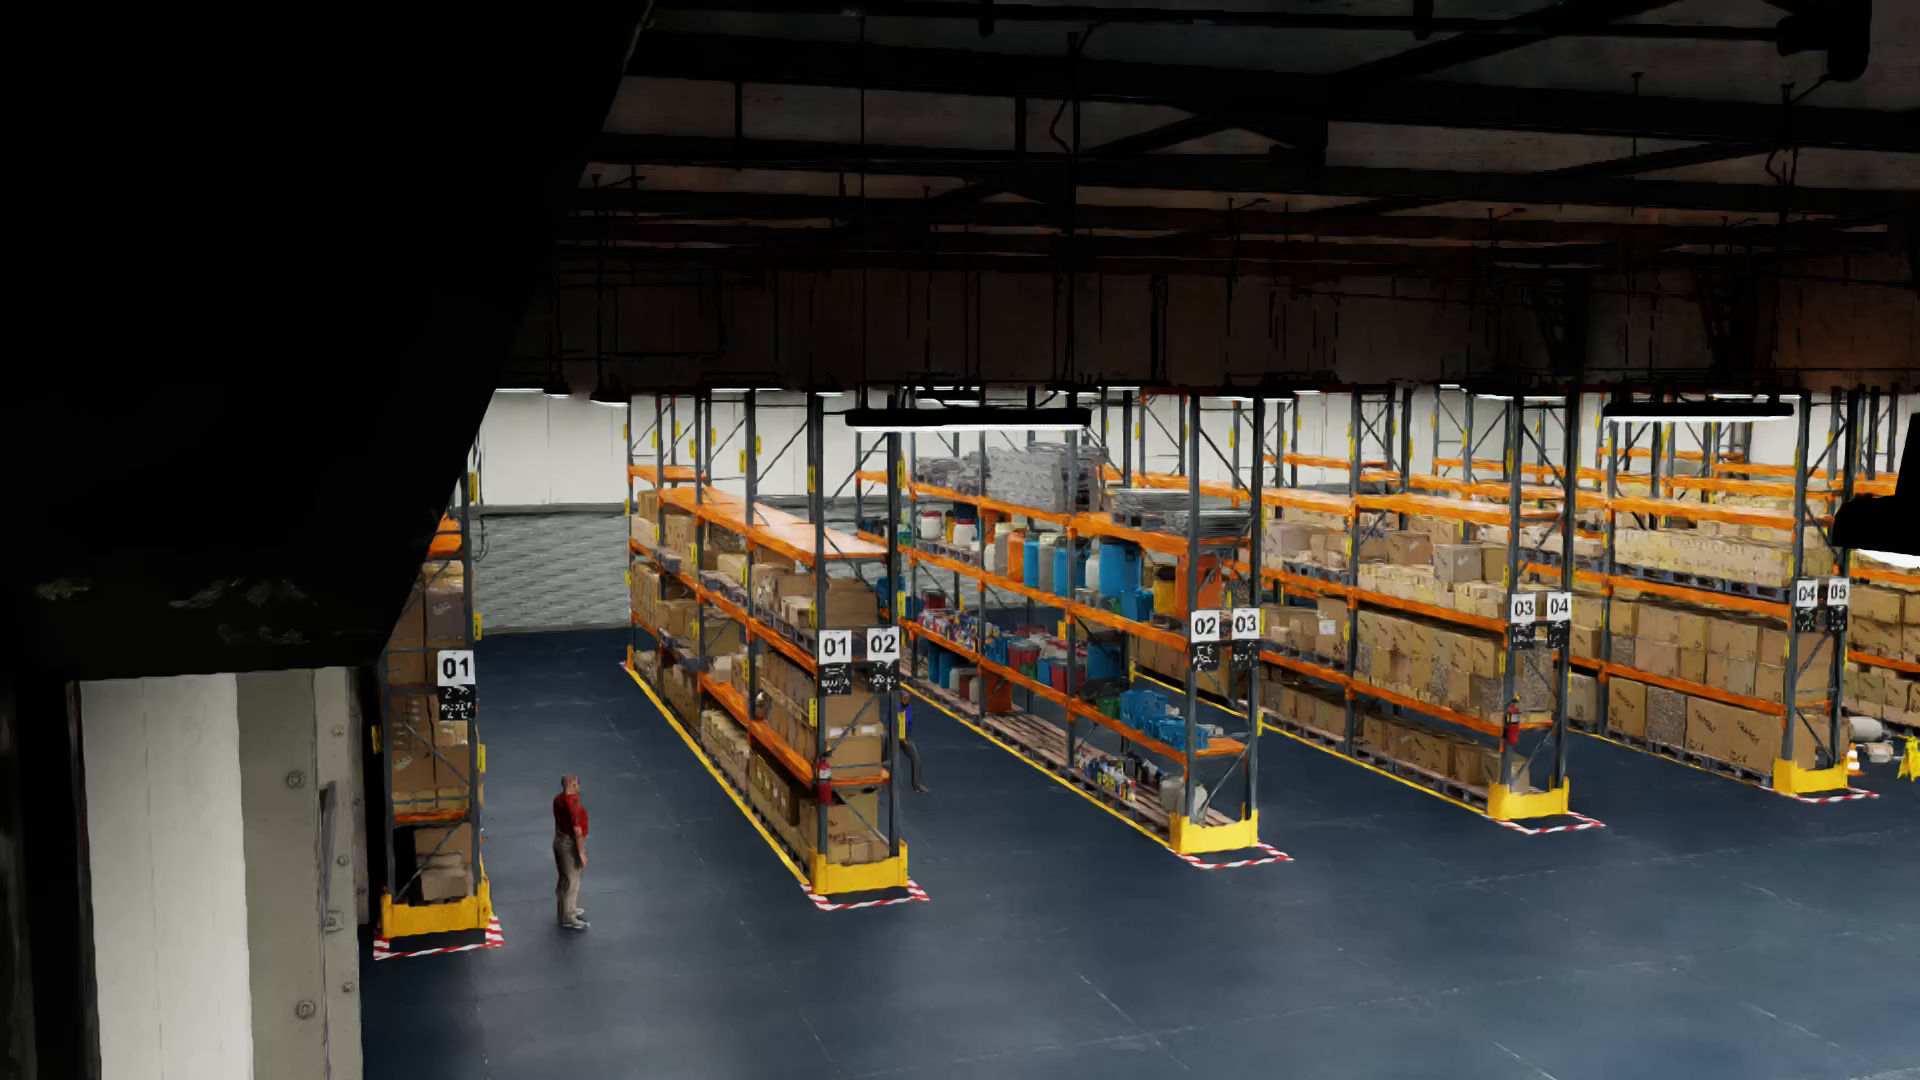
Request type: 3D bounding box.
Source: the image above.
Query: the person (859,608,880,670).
[{"bbox_3d":[-1.961,1.873,35.111,0.538,1.664,1.033,-1,6,-10],"label":"person"}]

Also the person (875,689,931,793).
[{"bbox_3d":[-0.894,2.975,24.799,0.621,1.591,0.822,-4,7,-36],"label":"person"}]

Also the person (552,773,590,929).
[{"bbox_3d":[-4.420,3.500,18.940,0.403,1.732,0.661,-4,7,-37],"label":"person"}]
